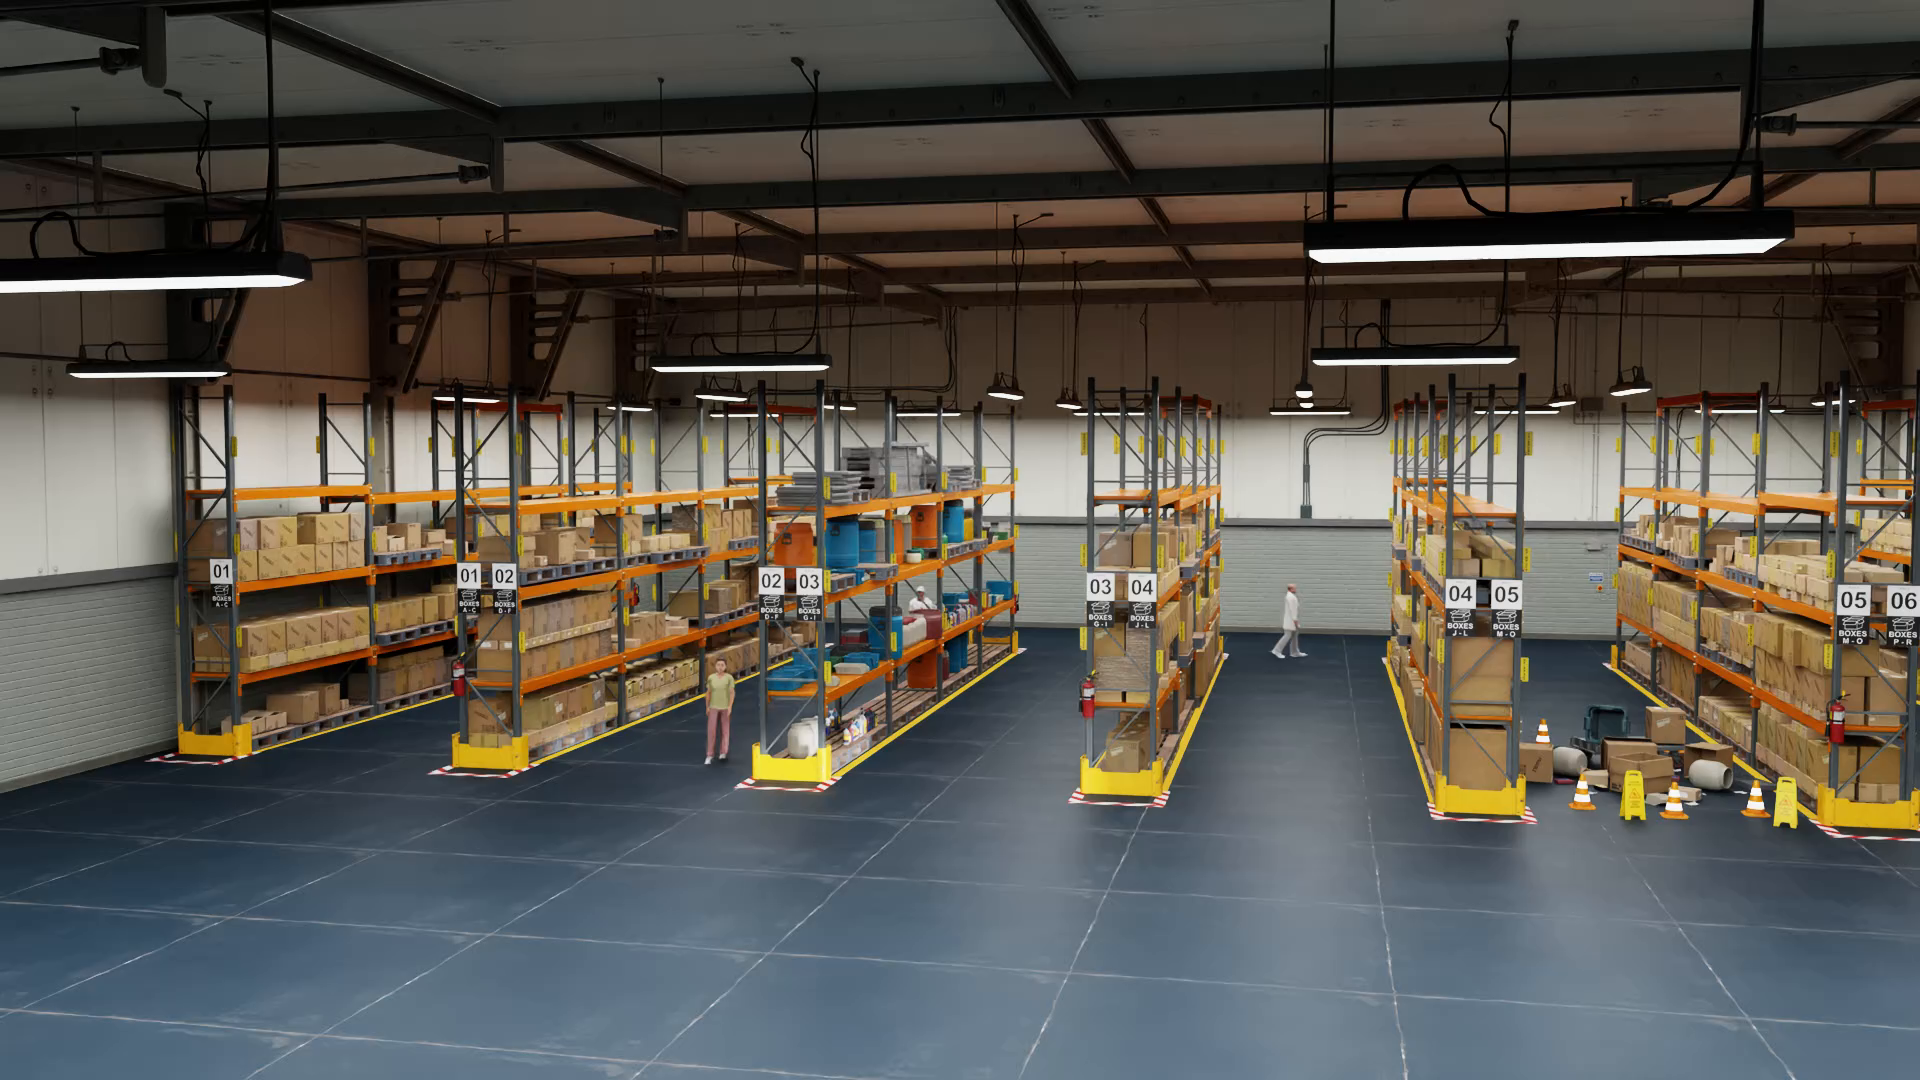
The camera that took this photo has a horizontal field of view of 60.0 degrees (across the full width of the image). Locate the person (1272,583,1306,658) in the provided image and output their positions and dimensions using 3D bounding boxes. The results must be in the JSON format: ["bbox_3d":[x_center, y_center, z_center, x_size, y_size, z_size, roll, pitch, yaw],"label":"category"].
[{"bbox_3d":[7.781,1.901,39.322,0.779,1.772,0.611,1,3,13],"label":"person"}]

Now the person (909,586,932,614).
[{"bbox_3d":[-0.925,1.946,39.079,0.629,1.711,1.081,1,3,10],"label":"person"}]

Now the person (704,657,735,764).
[{"bbox_3d":[-3.806,2.687,26.352,0.482,1.646,0.812,0,3,-8],"label":"person"}]

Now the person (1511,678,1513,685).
[{"bbox_3d":[11.367,2.231,34.701,0.500,1.673,0.521,1,3,11],"label":"person"}]

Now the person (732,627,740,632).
[{"bbox_3d":[-5.869,1.779,43.038,0.624,1.632,0.726,1,3,21],"label":"person"}]
